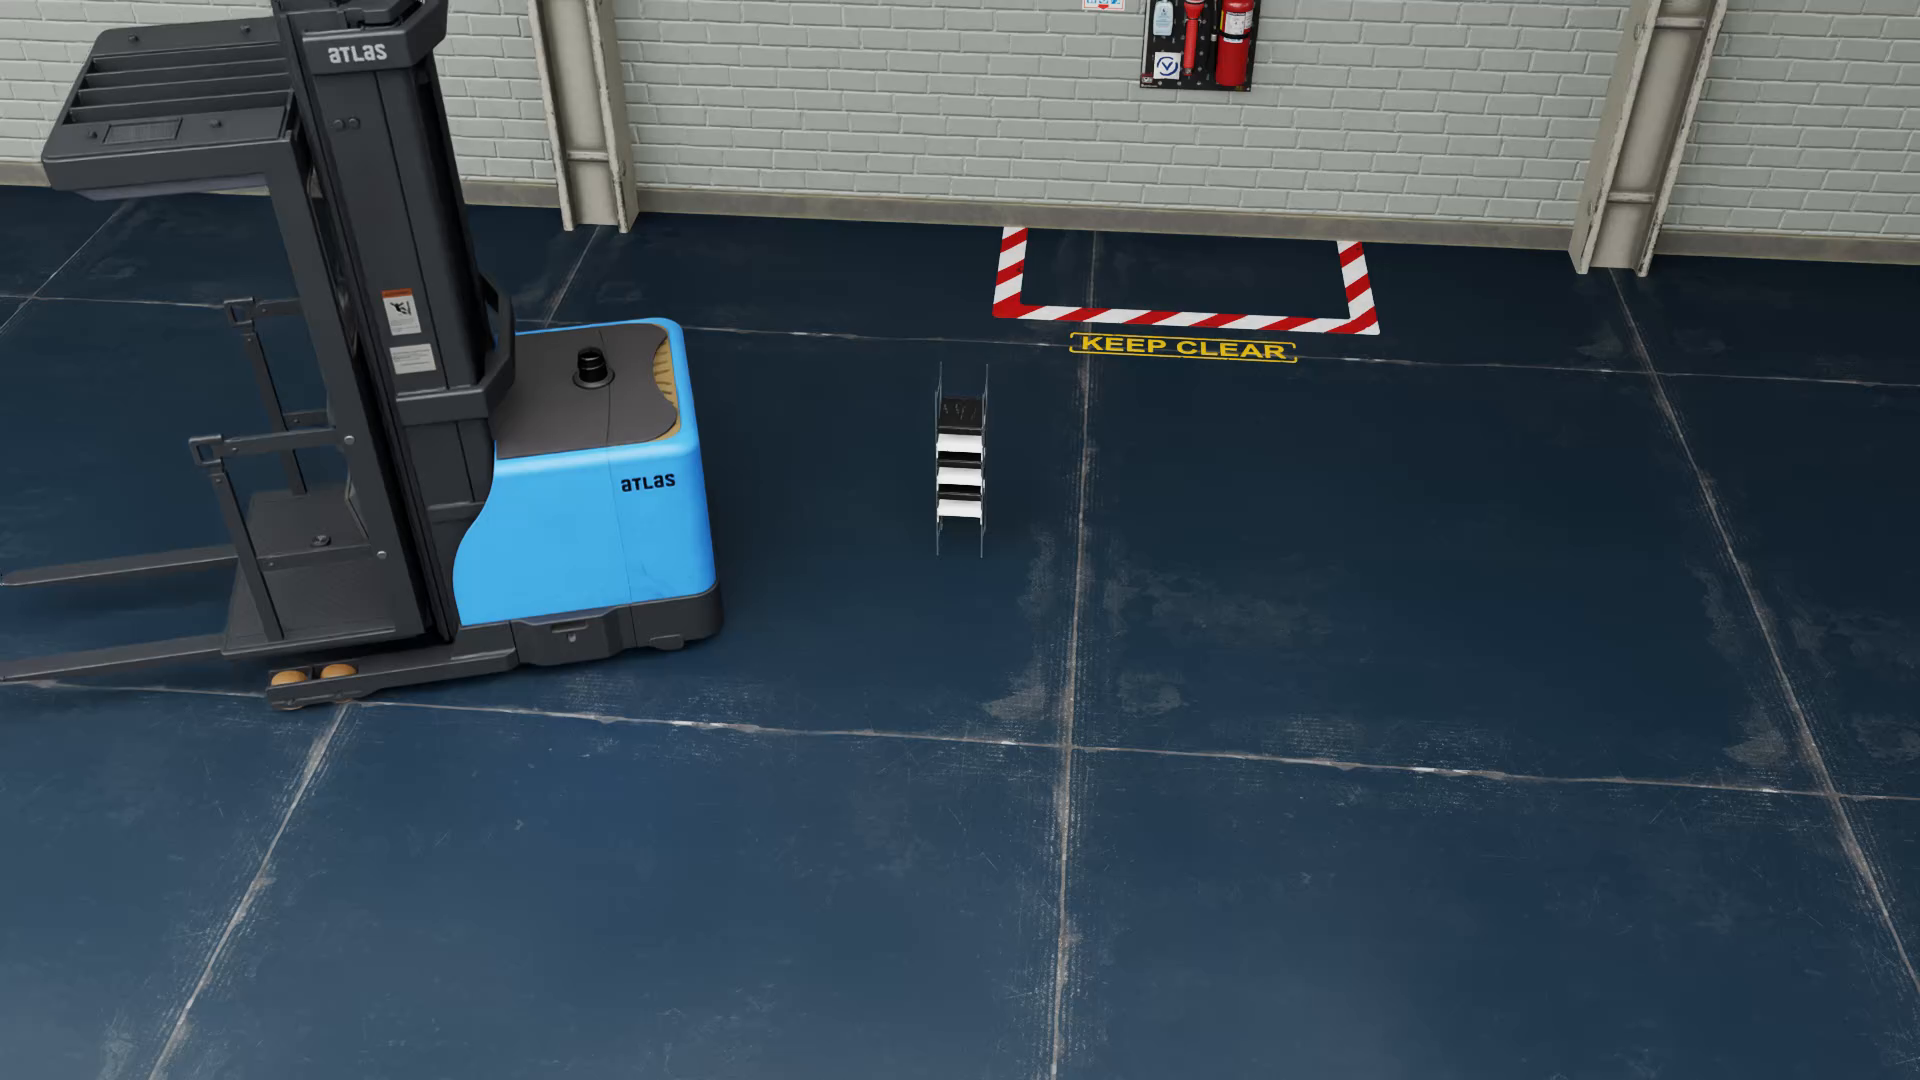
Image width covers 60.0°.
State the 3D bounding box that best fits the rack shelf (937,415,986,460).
[{"bbox_3d":[0.008,-0.462,7.373,0.200,0.077,0.258,3,39,4],"label":"rack shelf"}]

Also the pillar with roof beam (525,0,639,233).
[{"bbox_3d":[-2.555,-2.742,3.990,0.400,9.000,9.100,3,39,4],"label":"pillar with roof beam"}]

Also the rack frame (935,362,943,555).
[{"bbox_3d":[-0.093,-0.354,7.472,0.006,0.900,0.240,3,39,4],"label":"rack frame"}]

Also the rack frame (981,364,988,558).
[{"bbox_3d":[0.109,-0.343,7.459,0.006,0.900,0.240,3,39,4],"label":"rack frame"}]

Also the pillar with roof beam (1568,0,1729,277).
[{"bbox_3d":[3.422,-2.415,3.588,0.400,9.000,9.100,3,39,4],"label":"pillar with roof beam"}]

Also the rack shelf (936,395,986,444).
[{"bbox_3d":[0.008,-0.532,7.316,0.200,0.077,0.258,3,39,4],"label":"rack shelf"}]

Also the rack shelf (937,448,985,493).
[{"bbox_3d":[0.008,-0.323,7.486,0.200,0.077,0.258,3,39,4],"label":"rack shelf"}]

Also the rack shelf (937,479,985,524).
[{"bbox_3d":[0.008,-0.183,7.600,0.200,0.077,0.258,3,39,4],"label":"rack shelf"}]

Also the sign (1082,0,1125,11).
[{"bbox_3d":[0.793,-3.063,9.109,0.234,0.329,0.001,3,39,4],"label":"sign"}]

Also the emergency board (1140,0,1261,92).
[{"bbox_3d":[1.335,-2.954,9.003,0.643,1.169,0.194,3,39,4],"label":"emergency board"}]

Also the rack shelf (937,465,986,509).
[{"bbox_3d":[0.008,-0.253,7.543,0.200,0.077,0.258,3,39,4],"label":"rack shelf"}]

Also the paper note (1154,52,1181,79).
[{"bbox_3d":[1.165,-2.666,9.346,0.142,0.148,0.016,3,39,4],"label":"paper note"}]

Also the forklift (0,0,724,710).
[{"bbox_3d":[-2.593,-0.799,6.410,3.031,2.935,1.130,-8,40,-9],"label":"forklift"}]

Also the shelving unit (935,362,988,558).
[{"bbox_3d":[0.008,-0.349,7.465,0.210,0.900,0.258,3,39,4],"label":"shelving unit"}]

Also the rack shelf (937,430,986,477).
[{"bbox_3d":[0.008,-0.393,7.430,0.200,0.077,0.258,3,39,4],"label":"rack shelf"}]
